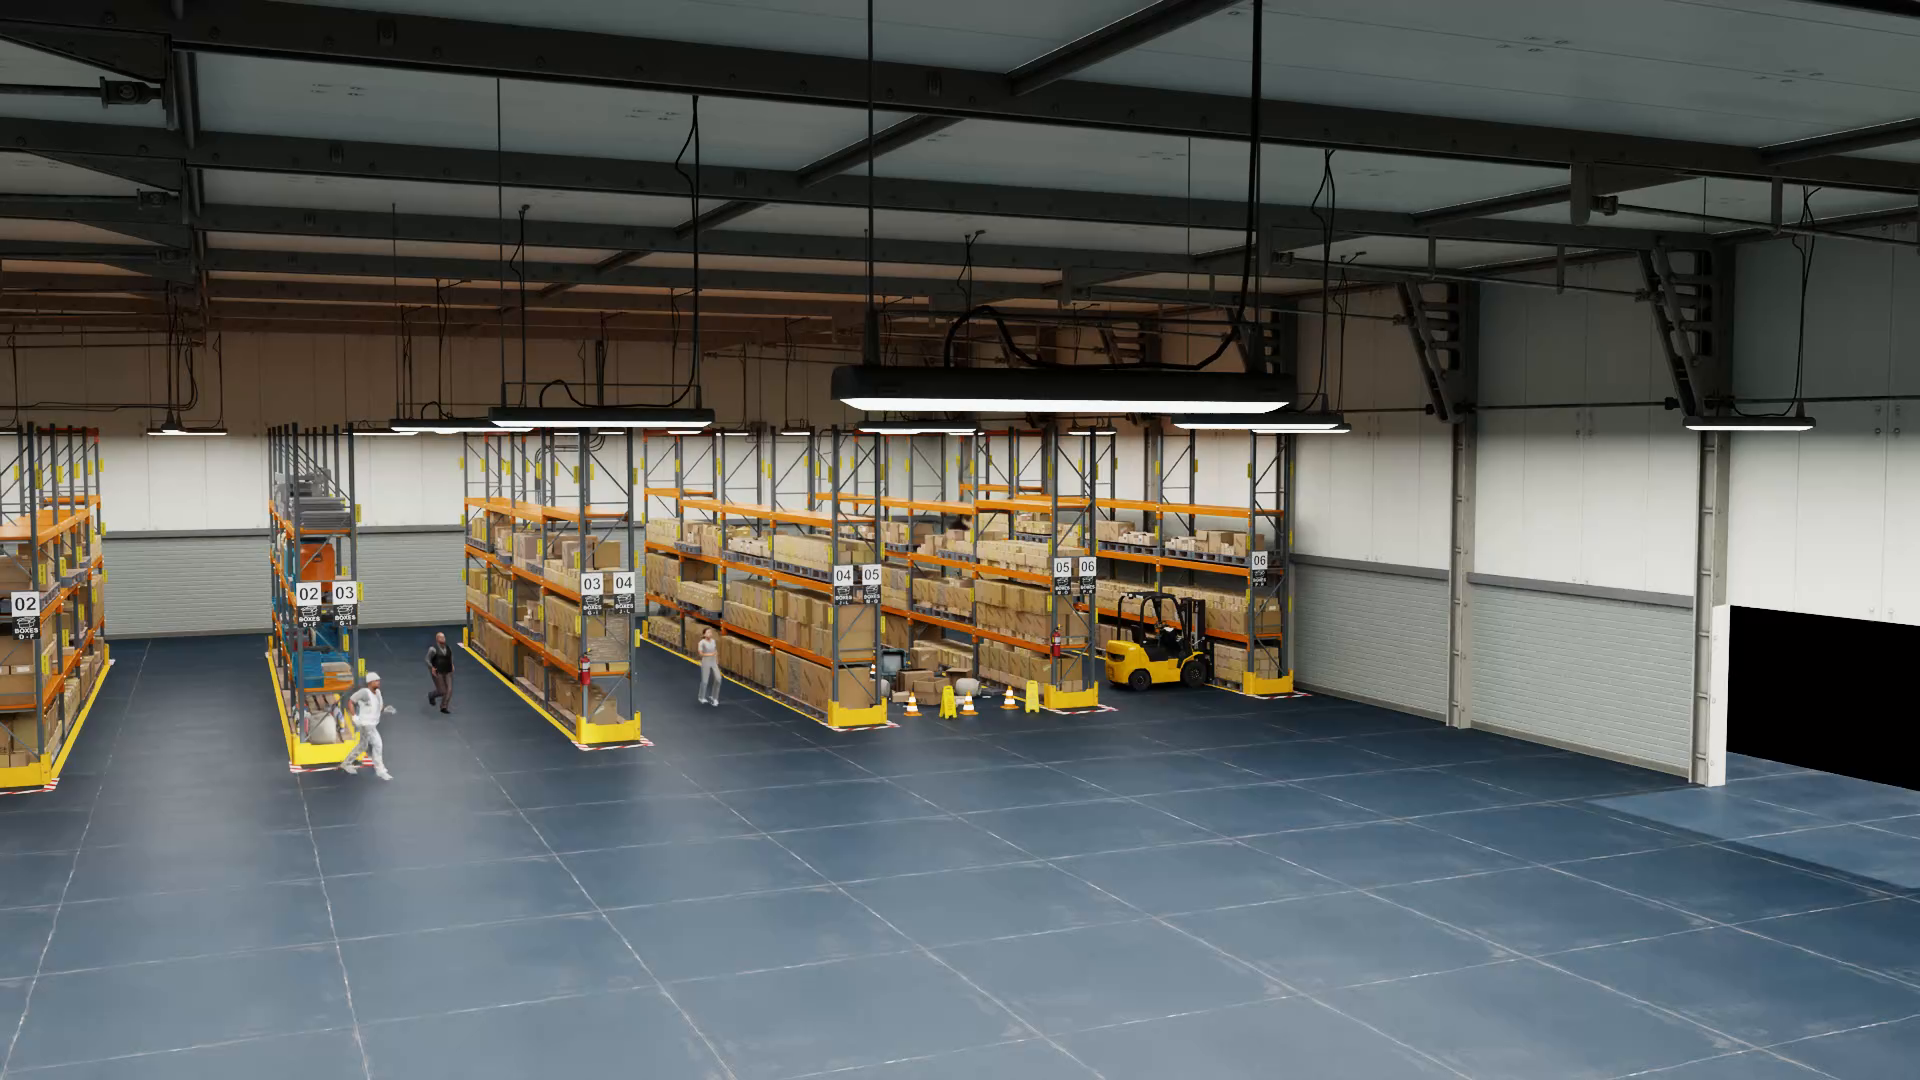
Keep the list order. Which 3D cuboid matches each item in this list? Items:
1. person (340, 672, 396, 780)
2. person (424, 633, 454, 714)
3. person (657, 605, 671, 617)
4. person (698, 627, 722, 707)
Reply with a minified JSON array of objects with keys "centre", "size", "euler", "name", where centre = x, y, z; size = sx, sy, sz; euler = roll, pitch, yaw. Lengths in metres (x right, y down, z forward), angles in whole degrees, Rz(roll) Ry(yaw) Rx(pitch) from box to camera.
[{"centre":[-9.984,3.125,27.969],"size":[0.946,1.810,0.619],"euler":[0,3,0],"name":"person"},{"centre":[-10.822,2.774,34.679],"size":[0.664,1.680,0.594],"euler":[-3,5,-45],"name":"person"},{"centre":[-8.705,1.912,49.191],"size":[0.500,1.612,0.613],"euler":[-1,4,-23],"name":"person"},{"centre":[-5.372,2.711,35.603],"size":[0.529,1.700,0.722],"euler":[-3,4,-36],"name":"person"}]
